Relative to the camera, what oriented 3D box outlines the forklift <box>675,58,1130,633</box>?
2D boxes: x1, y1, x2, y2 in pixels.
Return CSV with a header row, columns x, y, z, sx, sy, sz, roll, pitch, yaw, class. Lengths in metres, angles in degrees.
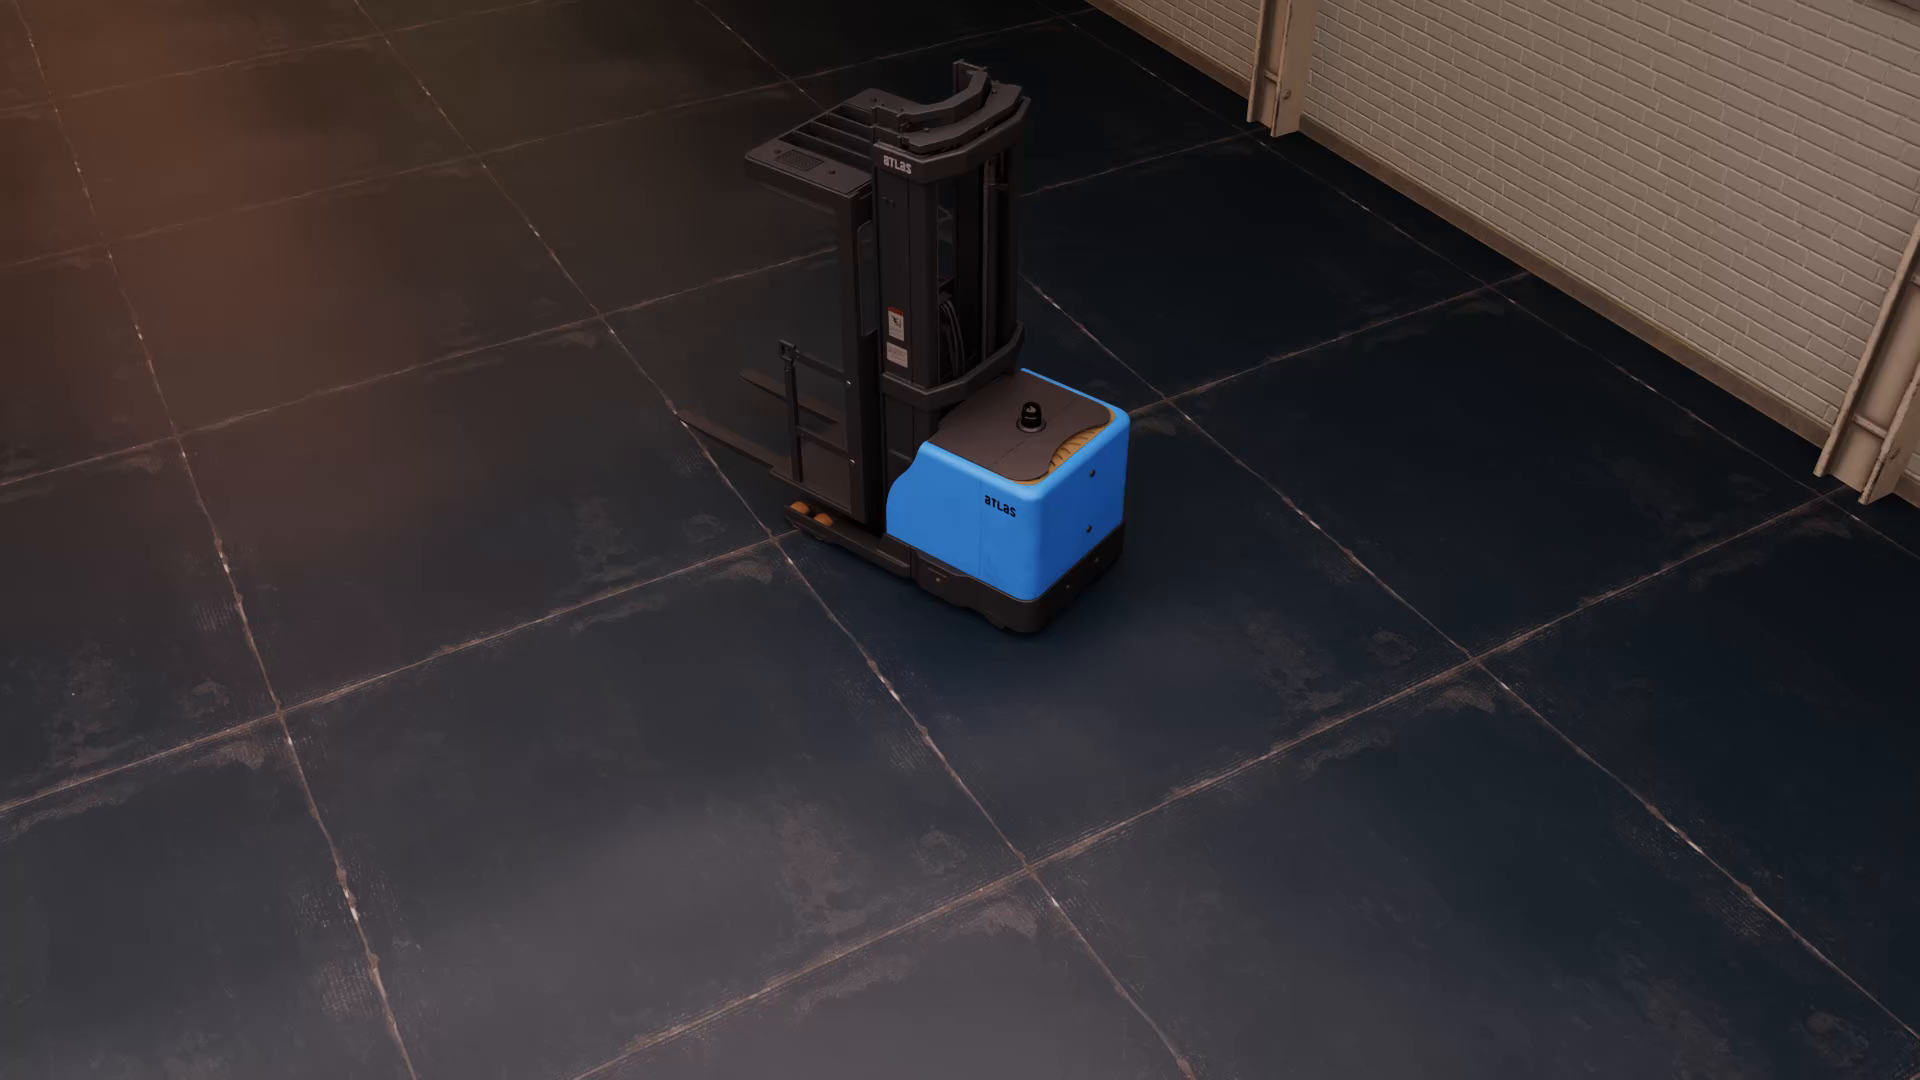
x,y,z,sx,sy,sz,roll,pitch,yaw,class
-0.481,-1.366,9.683,3.031,2.935,1.130,26,46,28,forklift
